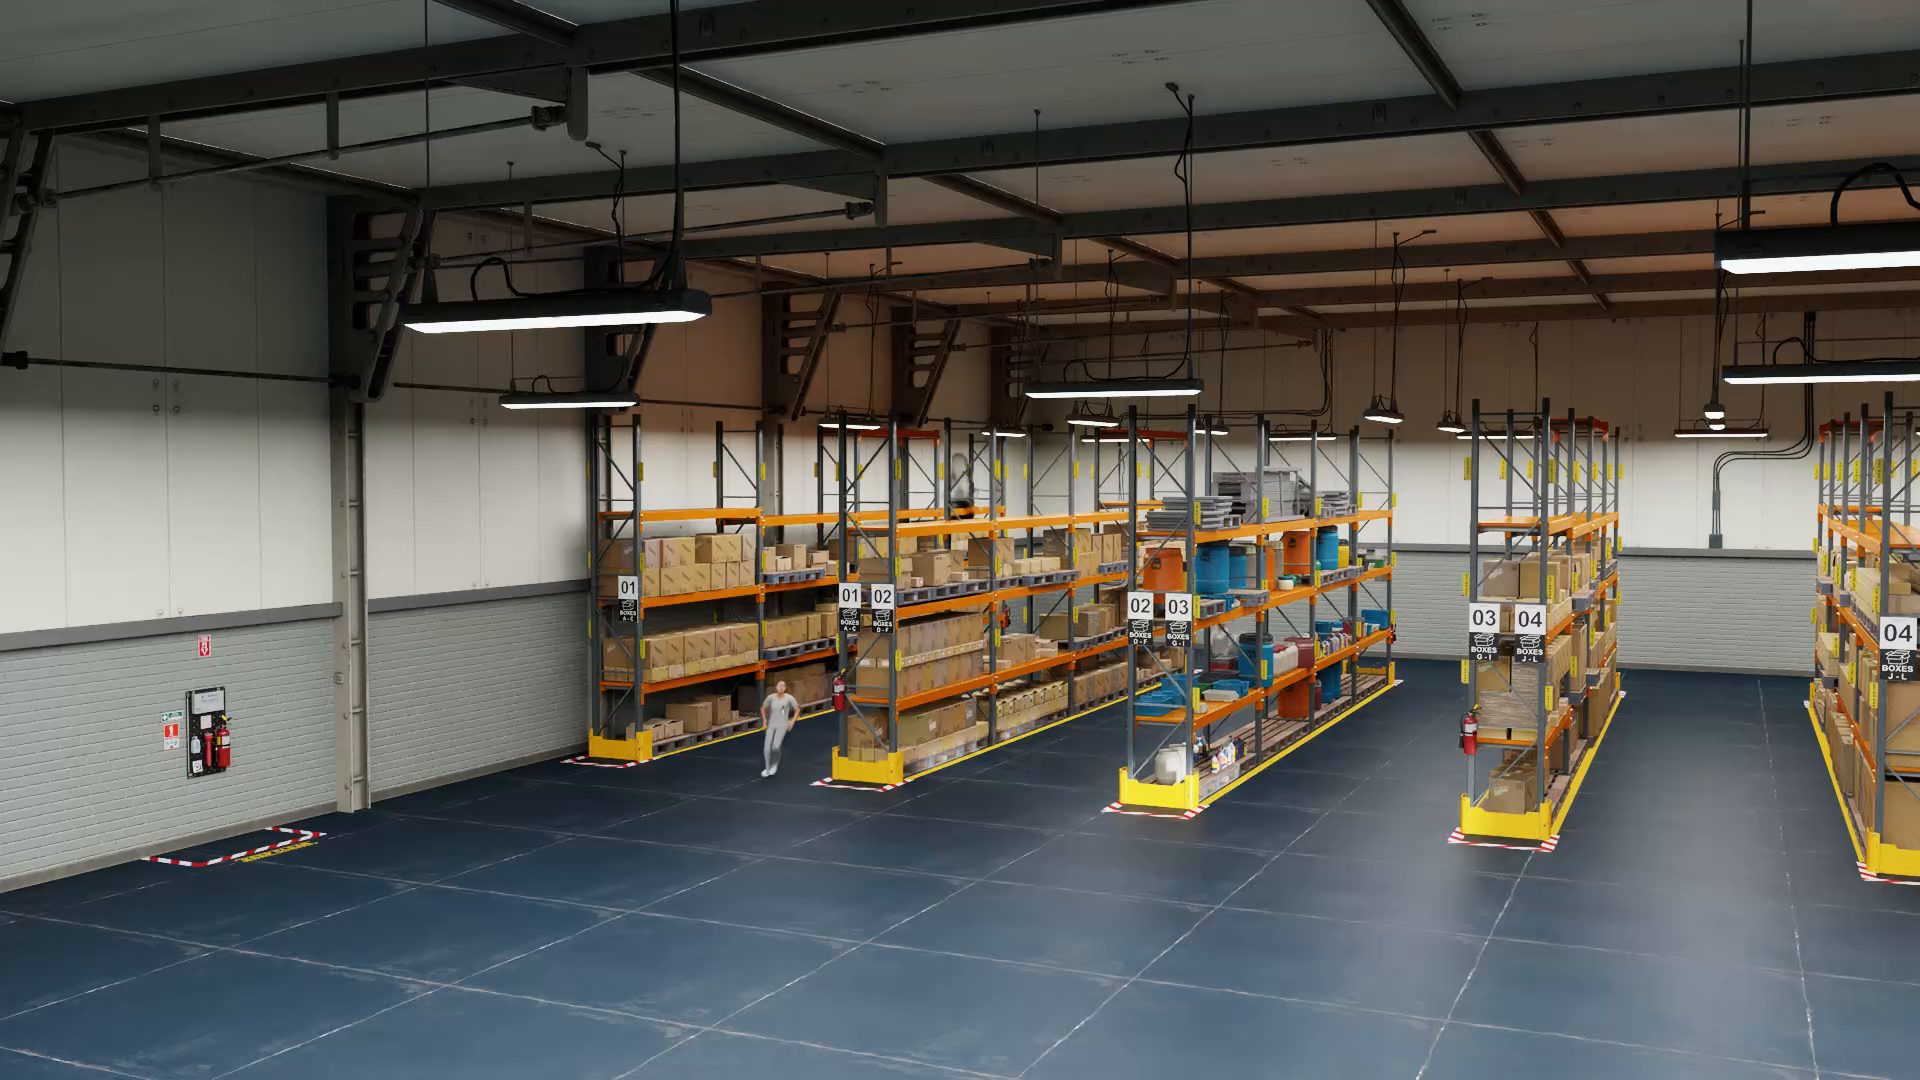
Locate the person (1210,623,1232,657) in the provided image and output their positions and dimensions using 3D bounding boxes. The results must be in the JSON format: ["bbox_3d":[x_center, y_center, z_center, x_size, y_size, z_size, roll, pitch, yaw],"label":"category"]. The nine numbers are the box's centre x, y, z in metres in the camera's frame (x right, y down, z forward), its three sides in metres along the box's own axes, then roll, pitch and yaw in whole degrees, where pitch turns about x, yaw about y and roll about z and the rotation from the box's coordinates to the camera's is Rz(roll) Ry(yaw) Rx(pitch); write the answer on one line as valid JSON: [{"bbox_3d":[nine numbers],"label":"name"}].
[{"bbox_3d":[6.028,2.644,38.543,0.542,1.574,0.694,1,2,13],"label":"person"}]

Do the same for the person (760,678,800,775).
[{"bbox_3d":[-2.972,3.069,27.196,0.624,1.614,0.573,0,2,9],"label":"person"}]
